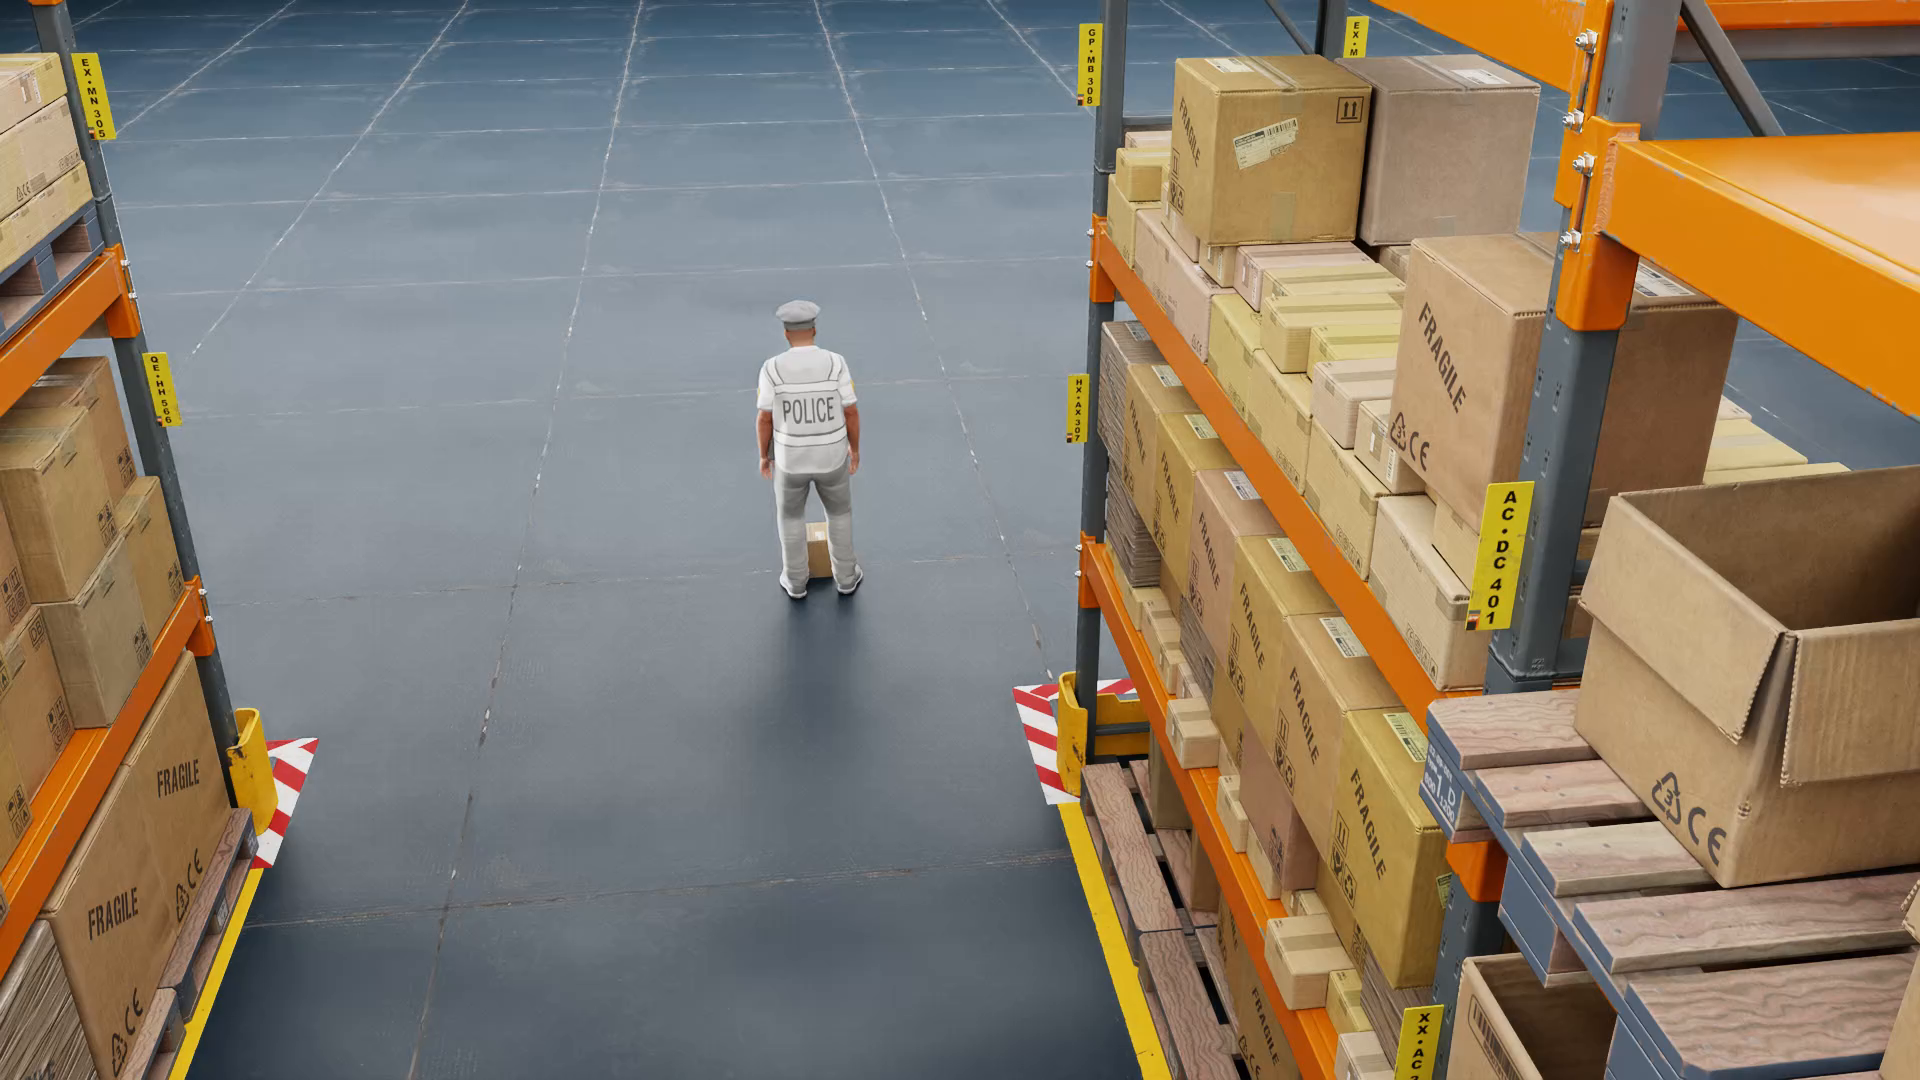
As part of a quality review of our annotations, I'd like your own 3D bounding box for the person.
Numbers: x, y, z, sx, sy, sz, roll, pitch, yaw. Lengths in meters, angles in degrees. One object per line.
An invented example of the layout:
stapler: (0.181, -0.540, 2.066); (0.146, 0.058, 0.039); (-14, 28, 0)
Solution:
person: (-0.862, -0.483, 9.560); (0.586, 1.745, 0.433); (-4, 27, -7)
